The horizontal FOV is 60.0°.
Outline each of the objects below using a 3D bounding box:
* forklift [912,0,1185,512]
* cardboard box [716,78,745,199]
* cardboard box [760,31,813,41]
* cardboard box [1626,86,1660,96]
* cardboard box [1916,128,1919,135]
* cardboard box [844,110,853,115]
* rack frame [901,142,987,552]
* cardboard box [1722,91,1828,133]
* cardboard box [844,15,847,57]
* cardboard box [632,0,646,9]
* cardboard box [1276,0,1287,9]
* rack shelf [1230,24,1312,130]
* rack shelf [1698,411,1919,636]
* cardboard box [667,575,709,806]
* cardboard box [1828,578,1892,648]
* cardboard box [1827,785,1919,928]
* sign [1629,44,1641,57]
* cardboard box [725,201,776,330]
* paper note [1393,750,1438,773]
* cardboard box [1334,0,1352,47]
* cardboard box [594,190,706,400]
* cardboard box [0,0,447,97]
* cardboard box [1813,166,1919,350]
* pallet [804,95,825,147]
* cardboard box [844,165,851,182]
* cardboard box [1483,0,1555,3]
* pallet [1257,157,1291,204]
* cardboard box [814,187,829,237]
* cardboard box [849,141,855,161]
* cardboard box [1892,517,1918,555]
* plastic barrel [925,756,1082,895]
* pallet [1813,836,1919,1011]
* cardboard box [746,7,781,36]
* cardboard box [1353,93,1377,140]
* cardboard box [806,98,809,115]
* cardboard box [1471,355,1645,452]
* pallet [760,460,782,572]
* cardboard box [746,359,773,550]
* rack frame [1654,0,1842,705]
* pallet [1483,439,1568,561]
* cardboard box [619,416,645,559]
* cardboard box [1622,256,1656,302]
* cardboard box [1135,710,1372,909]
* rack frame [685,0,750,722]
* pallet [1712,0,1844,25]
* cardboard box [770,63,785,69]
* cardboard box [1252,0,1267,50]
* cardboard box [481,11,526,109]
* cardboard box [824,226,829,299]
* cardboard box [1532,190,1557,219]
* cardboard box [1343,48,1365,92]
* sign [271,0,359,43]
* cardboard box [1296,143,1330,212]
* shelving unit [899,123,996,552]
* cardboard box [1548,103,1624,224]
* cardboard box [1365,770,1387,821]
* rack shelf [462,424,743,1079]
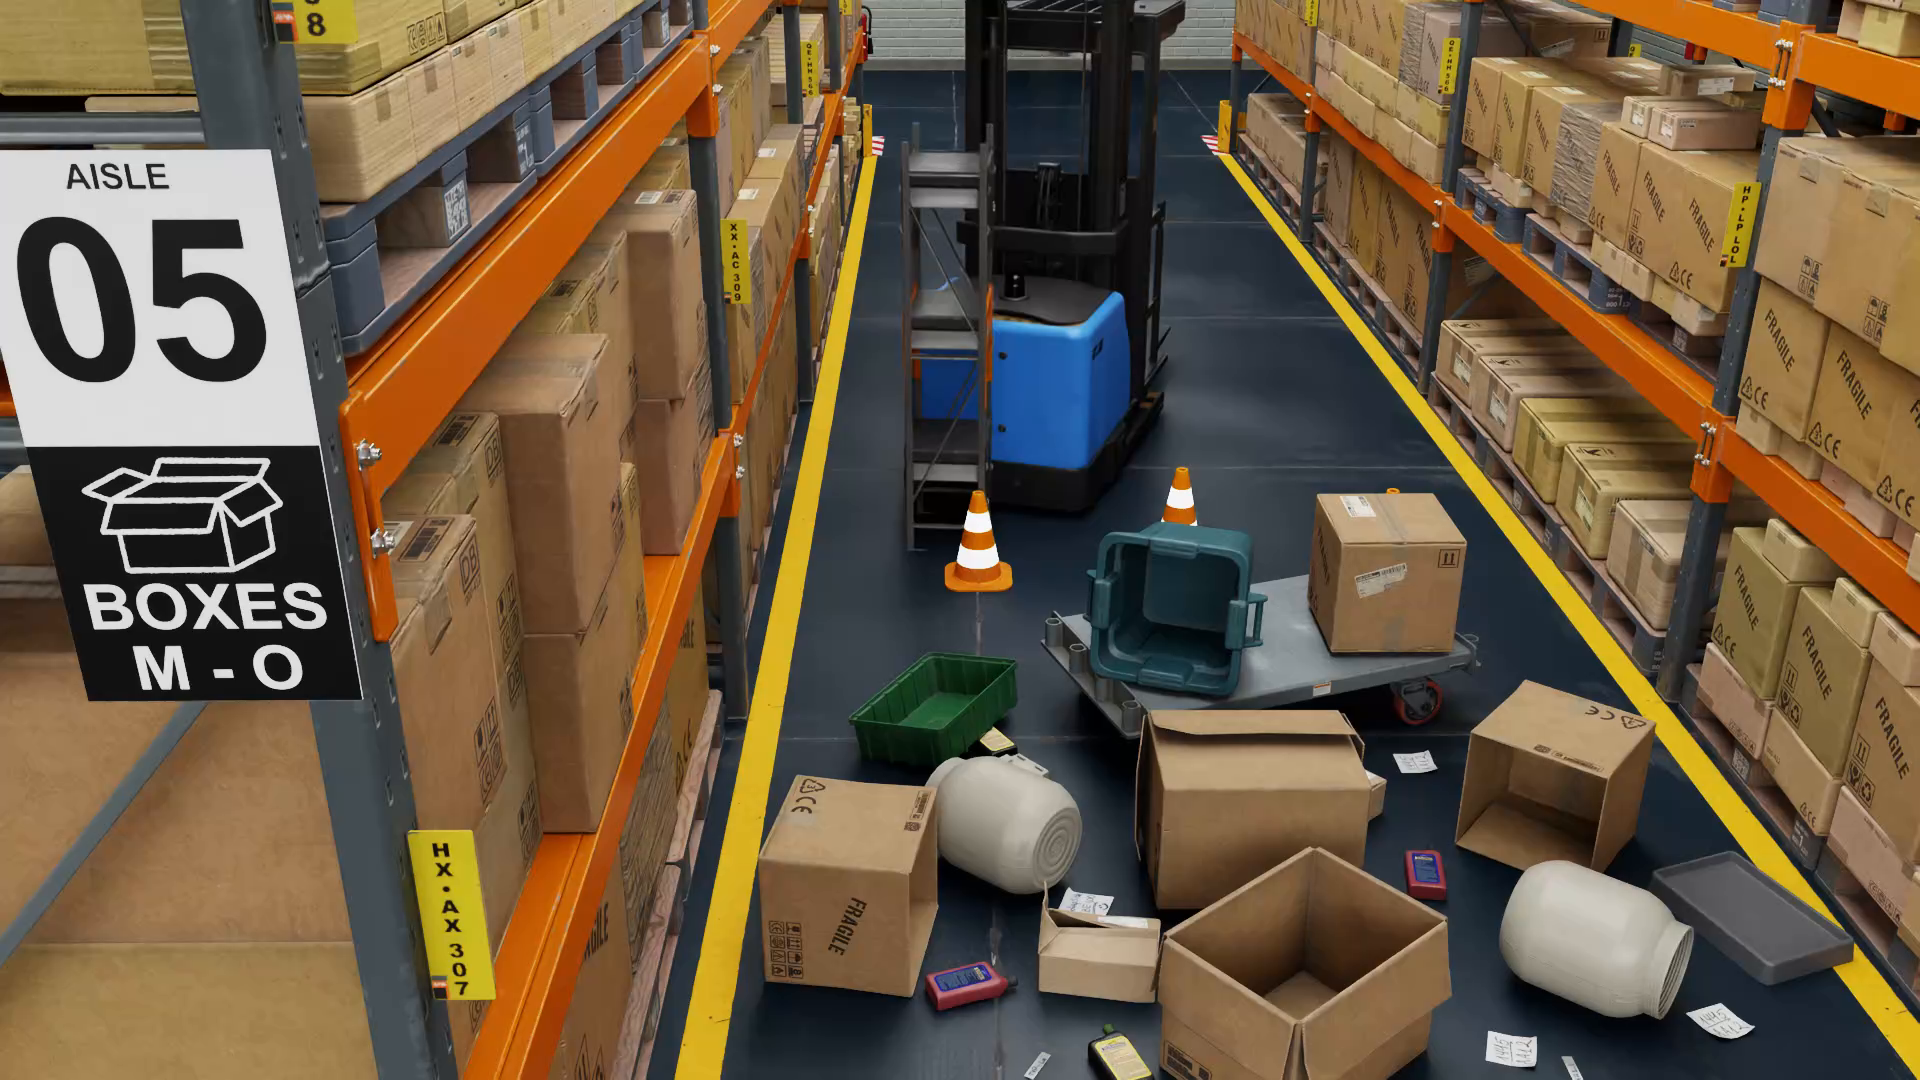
[{"bbox_3d":[0.648,-2.070,9.770,1.130,2.935,3.031,8,26,17],"label":"forklift"},{"bbox_3d":[-1.432,-1.953,8.094,0.700,0.500,0.500,0,24,-1],"label":"cardboard box"},{"bbox_3d":[-1.284,-3.672,12.303,0.380,0.149,0.250,-1,24,-2],"label":"cardboard box"},{"bbox_3d":[3.808,-2.097,8.754,0.500,0.500,0.500,-2,24,-4],"label":"cardboard box"},{"bbox_3d":[8.220,-3.338,13.866,0.380,0.149,0.250,-1,24,-1],"label":"cardboard box"},{"bbox_3d":[-1.261,-4.193,16.610,0.380,0.149,0.250,-1,24,-3],"label":"cardboard box"},{"bbox_3d":[-0.074,-0.894,8.179,0.400,2.100,0.015,2,24,4],"label":"rack frame"},{"bbox_3d":[3.779,-1.994,7.739,0.380,0.149,0.250,1,24,2],"label":"cardboard box"},{"bbox_3d":[-1.257,-4.506,14.590,0.500,0.500,0.500,0,24,-1],"label":"cardboard box"},{"bbox_3d":[-1.068,-1.541,4.551,0.380,0.149,0.250,0,24,0],"label":"cardboard box"},{"bbox_3d":[3.164,-5.093,15.035,0.500,0.500,0.500,0,24,0],"label":"cardboard box"},{"bbox_3d":[3.436,-4.476,15.879,1.077,0.370,4.000,0,24,-1],"label":"rack shelf"},{"bbox_3d":[3.567,0.469,4.946,1.077,0.370,4.000,0,24,-1],"label":"rack shelf"},{"bbox_3d":[-1.467,0.417,6.257,0.875,0.875,0.875,0,24,0],"label":"cardboard box"},{"bbox_3d":[3.230,0.249,5.689,0.380,0.149,0.250,1,24,1],"label":"cardboard box"},{"bbox_3d":[3.307,1.061,5.590,0.500,0.250,0.500,-1,24,-1],"label":"cardboard box"},{"bbox_3d":[4.044,-2.829,10.056,0.100,0.325,0.005,0,24,-1],"label":"sign"},{"bbox_3d":[-1.149,-1.297,7.856,0.500,0.500,0.500,0,24,-1],"label":"cardboard box"},{"bbox_3d":[1.845,0.896,6.732,0.148,0.019,0.142,0,24,-1],"label":"paper note"},{"bbox_3d":[3.208,-4.089,12.815,0.500,0.500,0.500,0,24,-1],"label":"cardboard box"},{"bbox_3d":[-1.312,-0.801,5.389,0.875,0.550,0.550,0,24,-1],"label":"cardboard box"},{"bbox_3d":[-1.108,-0.842,2.521,0.500,0.250,0.500,0,24,-1],"label":"cardboard box"},{"bbox_3d":[3.317,-0.927,5.464,0.700,0.500,0.500,0,24,0],"label":"cardboard box"},{"bbox_3d":[-1.510,-2.995,11.966,1.003,0.211,1.213,0,24,-1],"label":"pallet"},{"bbox_3d":[-1.228,-3.494,15.785,0.380,0.149,0.250,-1,24,-2],"label":"cardboard box"},{"bbox_3d":[3.735,-3.454,11.413,0.500,0.500,0.500,0,24,1],"label":"cardboard box"},{"bbox_3d":[3.512,-3.527,16.291,1.003,0.211,1.213,0,24,-1],"label":"pallet"},{"bbox_3d":[-1.211,-2.360,11.941,0.500,0.250,0.500,0,24,0],"label":"cardboard box"},{"bbox_3d":[-1.202,-3.729,15.944,0.380,0.149,0.250,0,24,0],"label":"cardboard box"},{"bbox_3d":[3.318,-0.012,5.442,0.380,0.149,0.250,0,24,-1],"label":"cardboard box"},{"bbox_3d":[0.143,1.015,5.991,0.512,0.421,0.421,19,30,35],"label":"plastic barrel"},{"bbox_3d":[3.604,1.368,5.469,1.003,0.211,1.213,0,24,-1],"label":"pallet"},{"bbox_3d":[-1.779,-4.295,14.124,0.500,0.500,0.500,0,24,0],"label":"cardboard box"},{"bbox_3d":[3.192,-3.098,12.142,0.500,0.250,0.500,-1,24,-1],"label":"cardboard box"},{"bbox_3d":[-1.267,-3.076,11.706,0.380,0.149,0.250,0,24,0],"label":"cardboard box"},{"bbox_3d":[3.514,-0.788,9.532,0.950,0.372,0.625,-1,24,-2],"label":"cardboard box"},{"bbox_3d":[-1.503,-0.170,8.870,1.003,0.211,1.213,0,24,-1],"label":"pallet"},{"bbox_3d":[-1.507,-0.438,8.300,1.050,0.750,0.750,0,24,-1],"label":"cardboard box"},{"bbox_3d":[3.545,-0.683,6.620,1.000,3.000,0.127,0,24,-1],"label":"rack frame"},{"bbox_3d":[3.519,-0.237,9.018,1.003,0.211,1.213,0,24,-1],"label":"pallet"},{"bbox_3d":[-1.471,-0.086,5.118,0.875,0.550,0.550,0,24,-1],"label":"cardboard box"},{"bbox_3d":[3.240,-1.186,7.526,0.380,0.149,0.250,-1,24,-1],"label":"cardboard box"},{"bbox_3d":[1.020,0.943,5.889,0.797,0.637,0.503,0,24,-1],"label":"cardboard box"},{"bbox_3d":[-1.403,-0.619,6.479,1.000,3.000,0.127,0,24,-1],"label":"rack frame"},{"bbox_3d":[3.645,-2.219,6.604,1.213,0.211,1.003,0,24,-1],"label":"pallet"},{"bbox_3d":[-1.262,-3.018,10.857,0.380,0.149,0.250,0,24,-1],"label":"cardboard box"},{"bbox_3d":[3.153,-5.056,16.168,0.500,0.500,0.500,0,24,-1],"label":"cardboard box"},{"bbox_3d":[-1.052,-0.915,3.168,0.380,0.149,0.250,0,24,0],"label":"cardboard box"},{"bbox_3d":[-1.219,-2.031,12.124,0.500,0.500,0.500,-1,24,-2],"label":"cardboard box"},{"bbox_3d":[3.309,-1.831,8.955,0.380,0.149,0.250,1,24,3],"label":"cardboard box"},{"bbox_3d":[3.193,-3.534,12.498,0.500,0.250,0.500,0,24,0],"label":"cardboard box"},{"bbox_3d":[-0.805,-0.772,2.020,0.100,0.325,0.005,0,24,-1],"label":"sign"},{"bbox_3d":[3.558,-3.263,14.923,0.875,0.438,0.875,-1,24,-1],"label":"cardboard box"},{"bbox_3d":[-0.055,-0.994,8.400,0.431,2.100,0.503,2,24,4],"label":"shelving unit"},{"bbox_3d":[3.298,-1.878,8.270,0.500,0.500,0.500,-1,24,-3],"label":"cardboard box"},{"bbox_3d":[1.408,0.908,6.420,0.258,0.266,0.396,-19,31,-36],"label":"cardboard box"},{"bbox_3d":[-1.382,0.533,4.805,1.077,0.370,4.000,0,24,-1],"label":"rack shelf"}]
